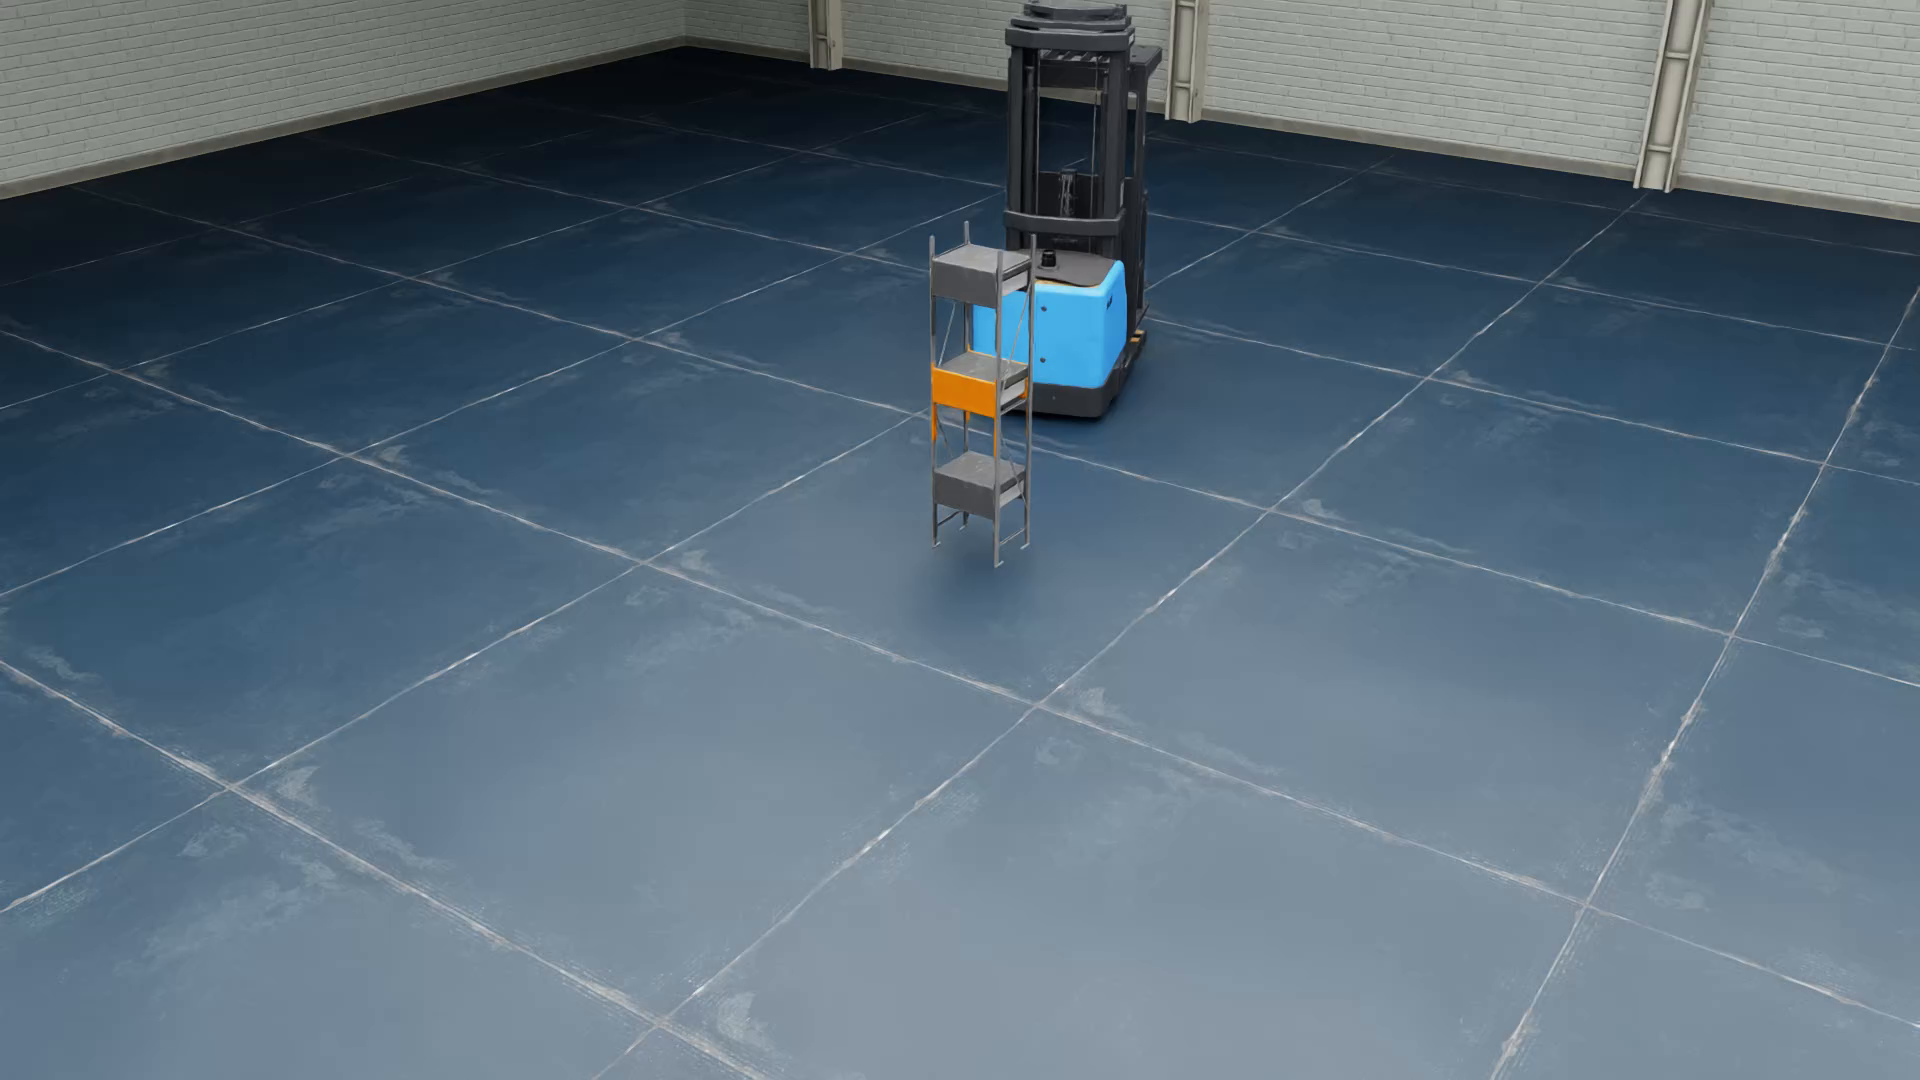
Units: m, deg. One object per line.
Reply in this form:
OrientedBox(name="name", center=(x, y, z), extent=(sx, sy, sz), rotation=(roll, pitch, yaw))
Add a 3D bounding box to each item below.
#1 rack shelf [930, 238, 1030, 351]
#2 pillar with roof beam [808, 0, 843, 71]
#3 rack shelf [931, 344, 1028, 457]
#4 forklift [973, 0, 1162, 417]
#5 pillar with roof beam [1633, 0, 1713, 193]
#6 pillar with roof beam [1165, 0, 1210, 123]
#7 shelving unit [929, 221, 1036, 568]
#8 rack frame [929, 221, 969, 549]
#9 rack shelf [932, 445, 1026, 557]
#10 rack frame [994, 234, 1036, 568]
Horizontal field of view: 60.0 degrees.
OrientedBox(name="rack shelf", center=(0.136, -1.505, 10.153), extent=(0.480, 0.518, 0.431), rotation=(17, 32, 30))
OrientedBox(name="pillar with roof beam", center=(-4.437, -9.491, 19.752), extent=(0.400, 9.000, 9.100), rotation=(17, 32, 30))
OrientedBox(name="rack shelf", center=(0.136, -0.881, 10.470), extent=(0.480, 0.518, 0.431), rotation=(17, 32, 30))
OrientedBox(name="forklift", center=(0.976, -2.892, 13.476), extent=(1.130, 2.935, 3.031), rotation=(7, 28, 14))
OrientedBox(name="pillar with roof beam", center=(5.454, -6.409, 13.697), extent=(0.400, 9.000, 9.100), rotation=(17, 32, 30))
OrientedBox(name="pillar with roof beam", center=(0.508, -7.950, 16.724), extent=(0.400, 9.000, 9.100), rotation=(17, 32, 30))
OrientedBox(name="shelving unit", center=(0.136, -0.893, 10.464), extent=(0.503, 2.100, 0.431), rotation=(17, 32, 30))
OrientedBox(name="rack frame", center=(-0.065, -0.956, 10.587), extent=(0.015, 2.100, 0.400), rotation=(17, 32, 30))
OrientedBox(name="rack shelf", center=(0.136, -0.257, 10.788), extent=(0.480, 0.518, 0.431), rotation=(17, 32, 30))
OrientedBox(name="rack frame", center=(0.338, -0.831, 10.341), extent=(0.015, 2.100, 0.400), rotation=(17, 32, 30))
